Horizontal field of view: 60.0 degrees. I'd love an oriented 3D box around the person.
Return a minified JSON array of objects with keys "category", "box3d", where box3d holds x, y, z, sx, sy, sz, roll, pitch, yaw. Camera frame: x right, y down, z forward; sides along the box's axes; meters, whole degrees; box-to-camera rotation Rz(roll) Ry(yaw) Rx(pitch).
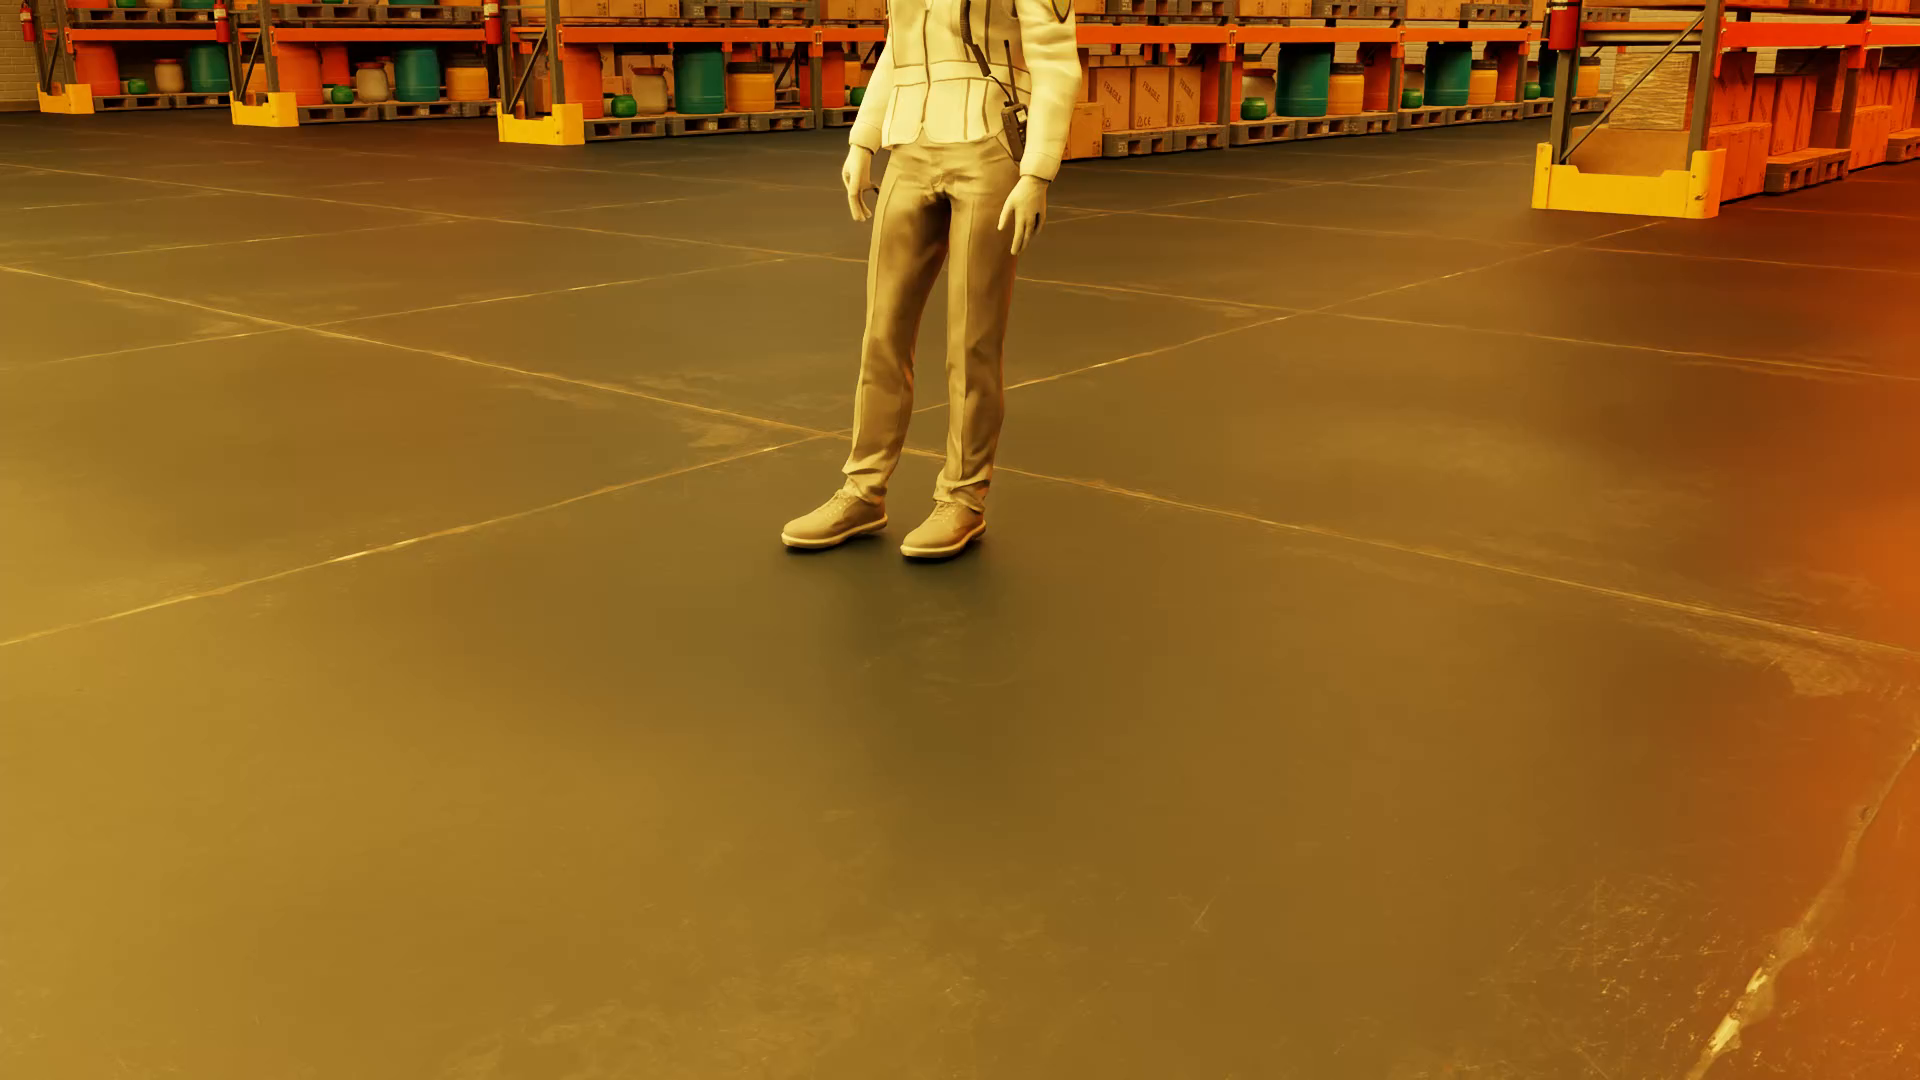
[{"category":"person","box3d":[-0.050,-0.804,3.647,0.586,1.694,0.530,13,21,37]}]
